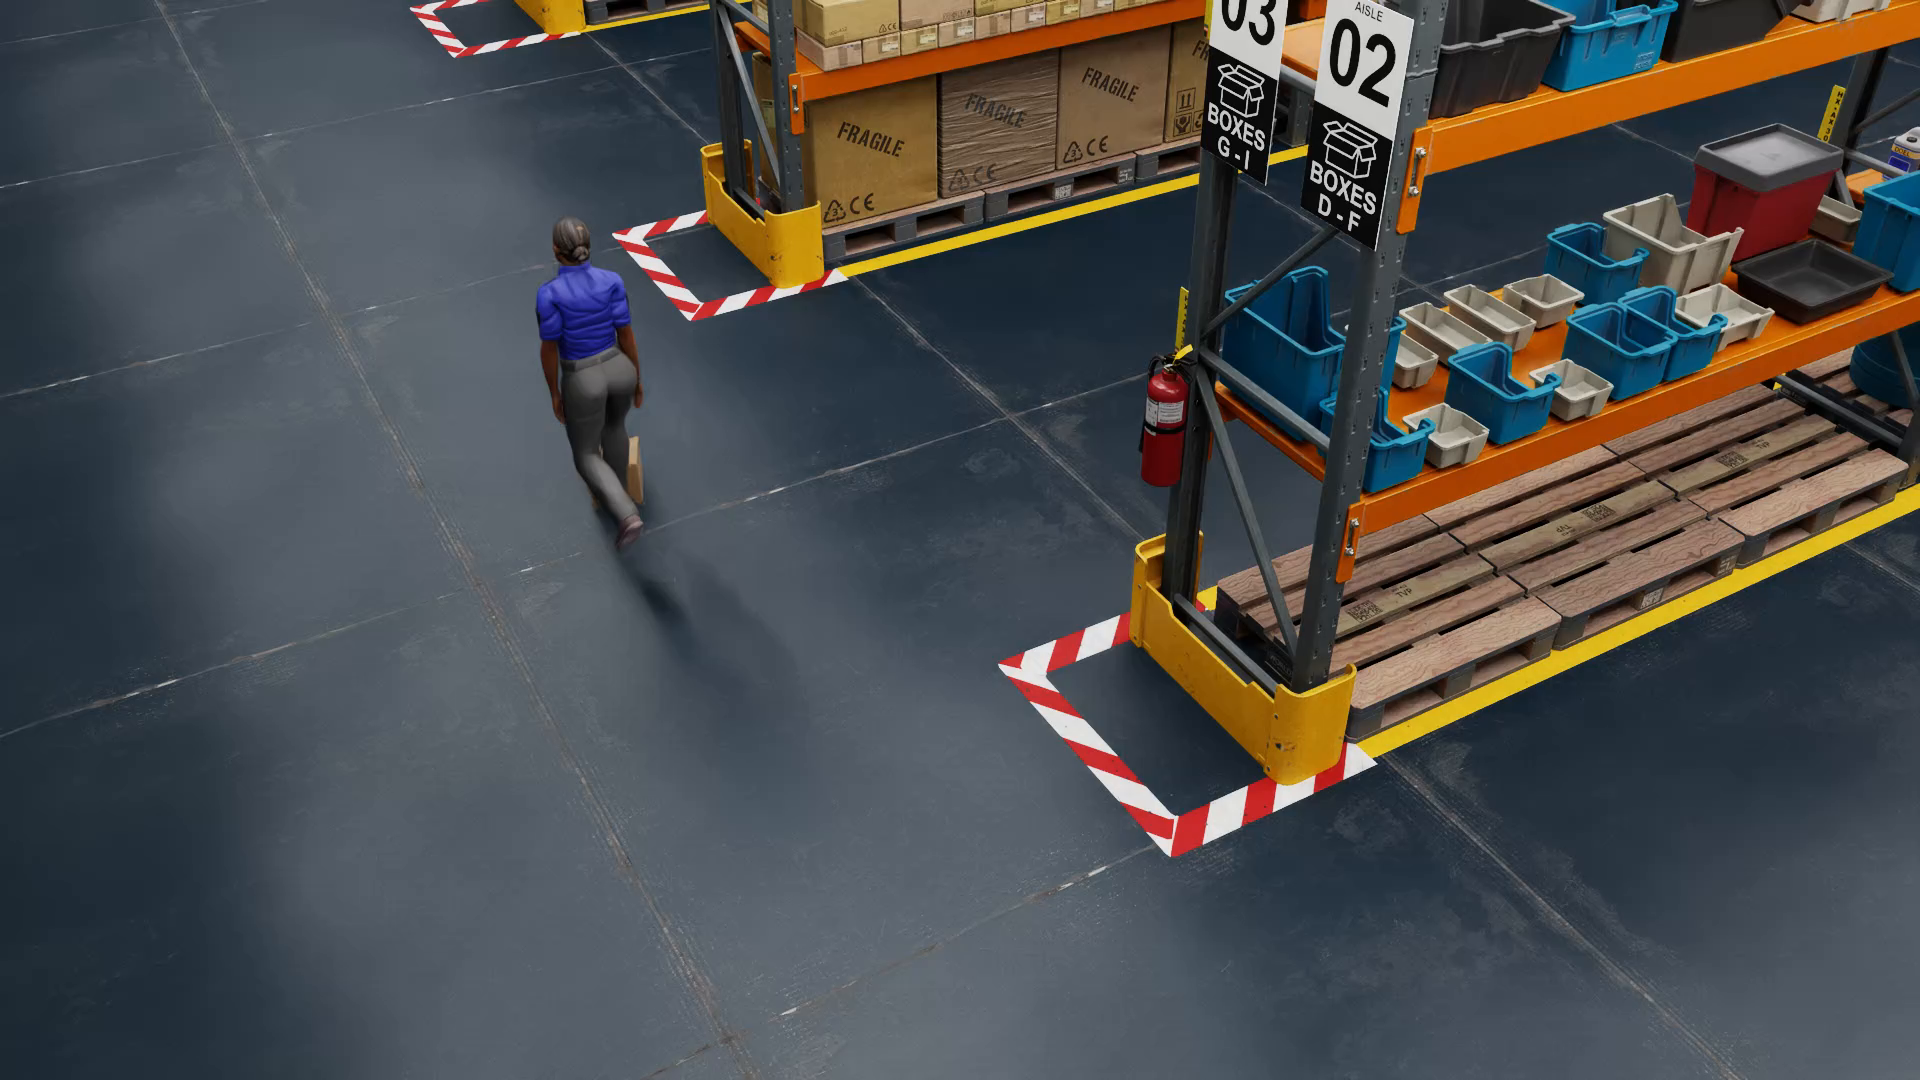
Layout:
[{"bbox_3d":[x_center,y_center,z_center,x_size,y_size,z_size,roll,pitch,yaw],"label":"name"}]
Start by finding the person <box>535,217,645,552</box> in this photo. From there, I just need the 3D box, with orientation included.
[{"bbox_3d":[-1.708,-0.719,7.879,0.453,1.609,0.863,-21,42,-26],"label":"person"}]
